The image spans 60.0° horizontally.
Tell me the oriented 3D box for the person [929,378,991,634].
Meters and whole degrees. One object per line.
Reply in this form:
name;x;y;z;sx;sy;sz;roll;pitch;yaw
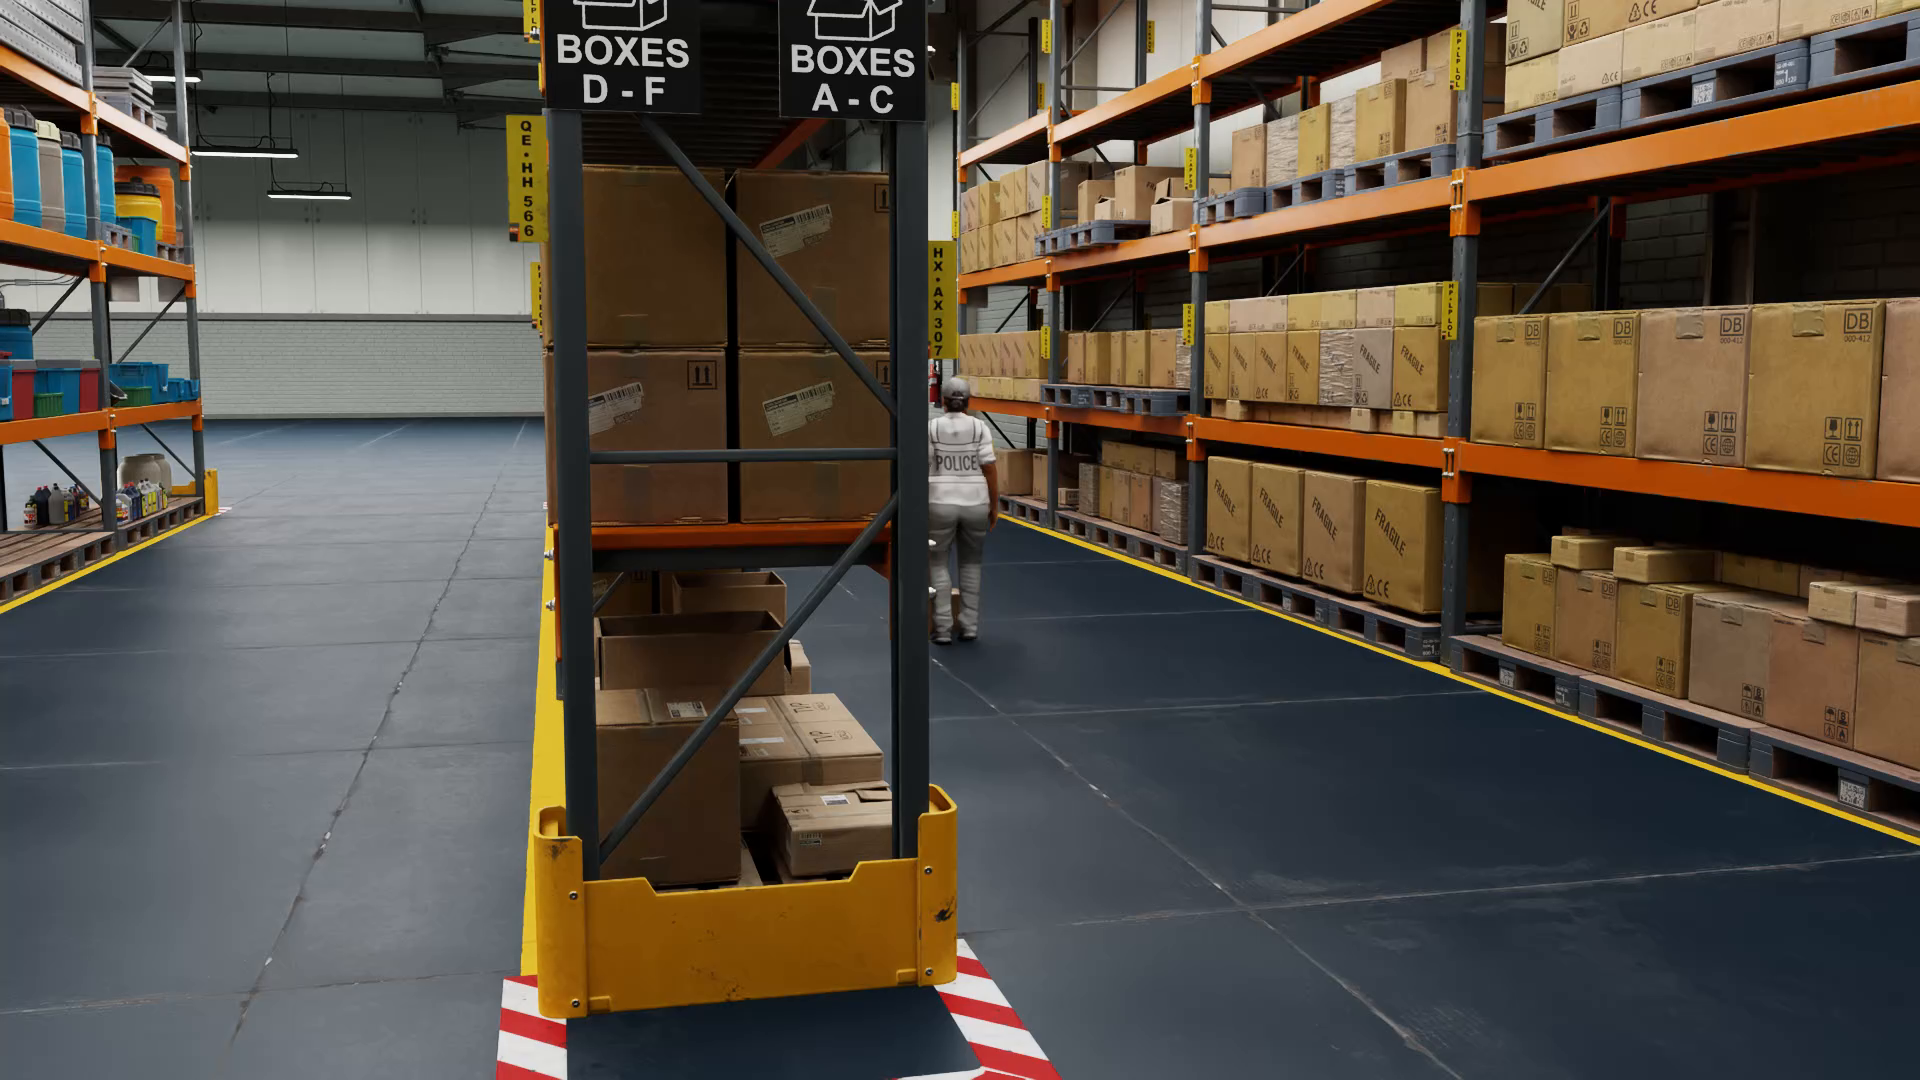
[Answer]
person;-0.050;-0.215;10.388;0.475;1.580;0.389;-1;6;-13
